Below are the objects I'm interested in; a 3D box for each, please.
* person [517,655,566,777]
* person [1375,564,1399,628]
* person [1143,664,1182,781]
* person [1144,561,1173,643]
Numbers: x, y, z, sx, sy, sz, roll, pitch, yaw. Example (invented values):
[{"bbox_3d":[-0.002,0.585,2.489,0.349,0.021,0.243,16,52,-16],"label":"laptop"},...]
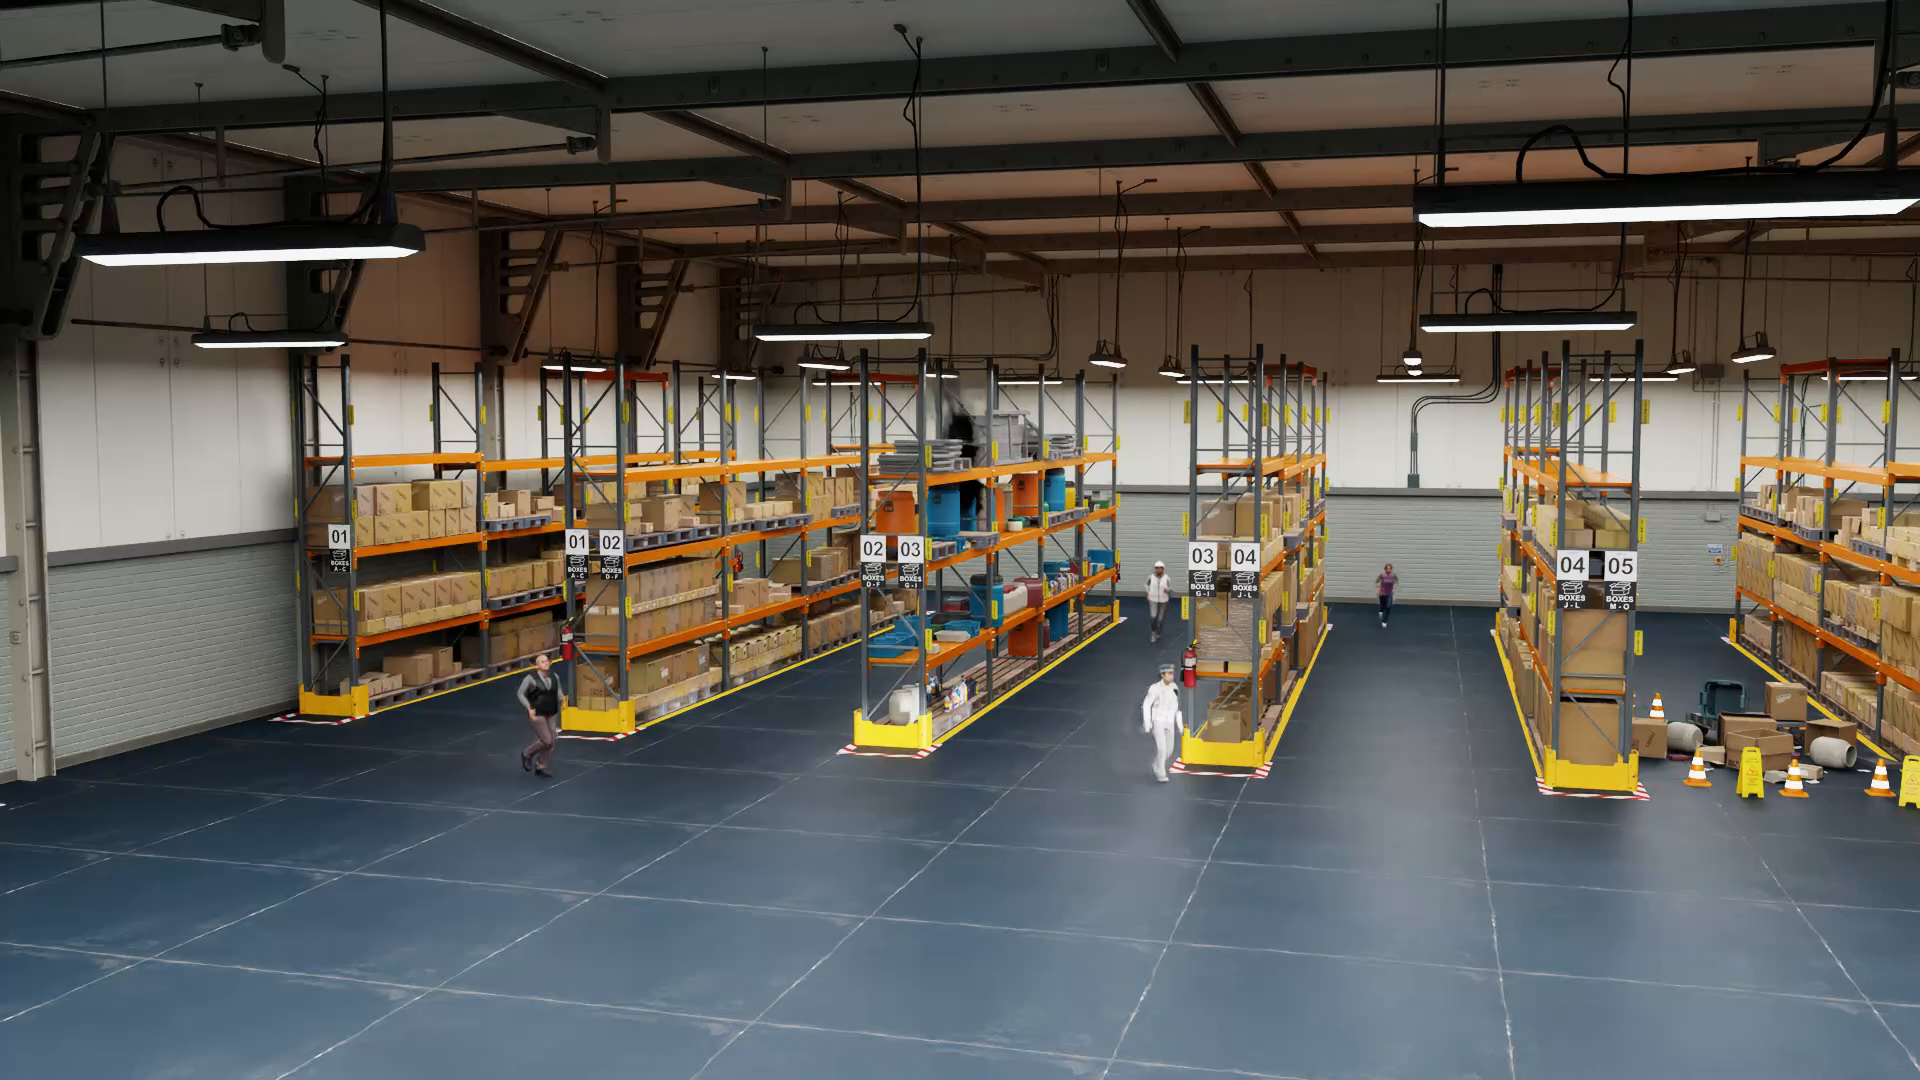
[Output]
[{"bbox_3d":[-5.754,2.436,23.056,0.607,1.693,0.651,4,6,40],"label":"person"},{"bbox_3d":[10.105,1.302,39.476,0.539,1.545,0.809,0,4,0],"label":"person"},{"bbox_3d":[2.745,2.490,22.872,0.644,1.615,0.712,-2,5,-22],"label":"person"},{"bbox_3d":[4.386,1.376,36.741,0.635,1.818,0.756,0,4,3],"label":"person"}]
